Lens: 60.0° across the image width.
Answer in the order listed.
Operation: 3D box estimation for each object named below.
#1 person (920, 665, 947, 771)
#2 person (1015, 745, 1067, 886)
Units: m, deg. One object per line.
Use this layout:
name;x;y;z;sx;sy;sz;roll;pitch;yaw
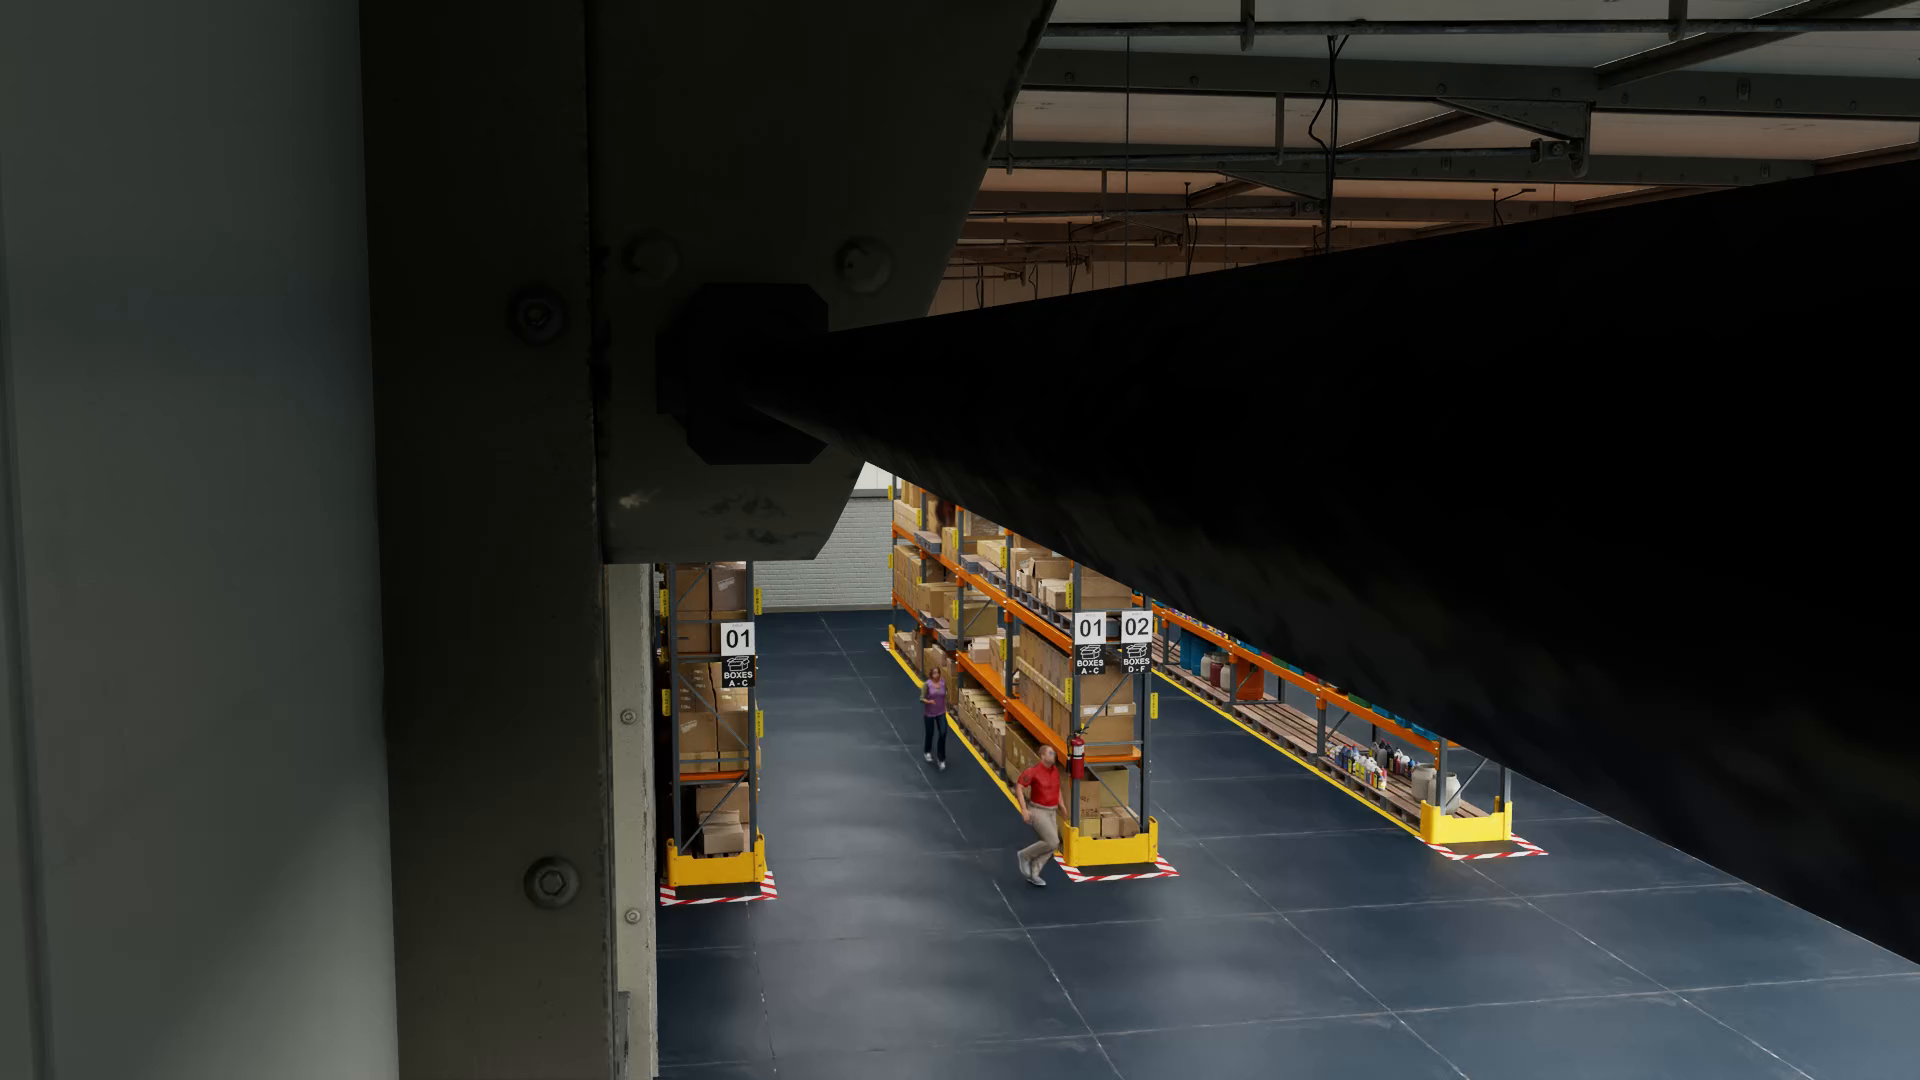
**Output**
person;-0.400;2.748;25.884;0.490;1.644;0.777;-1;6;-12
person;1.057;3.330;20.198;0.539;1.651;0.700;5;8;39
